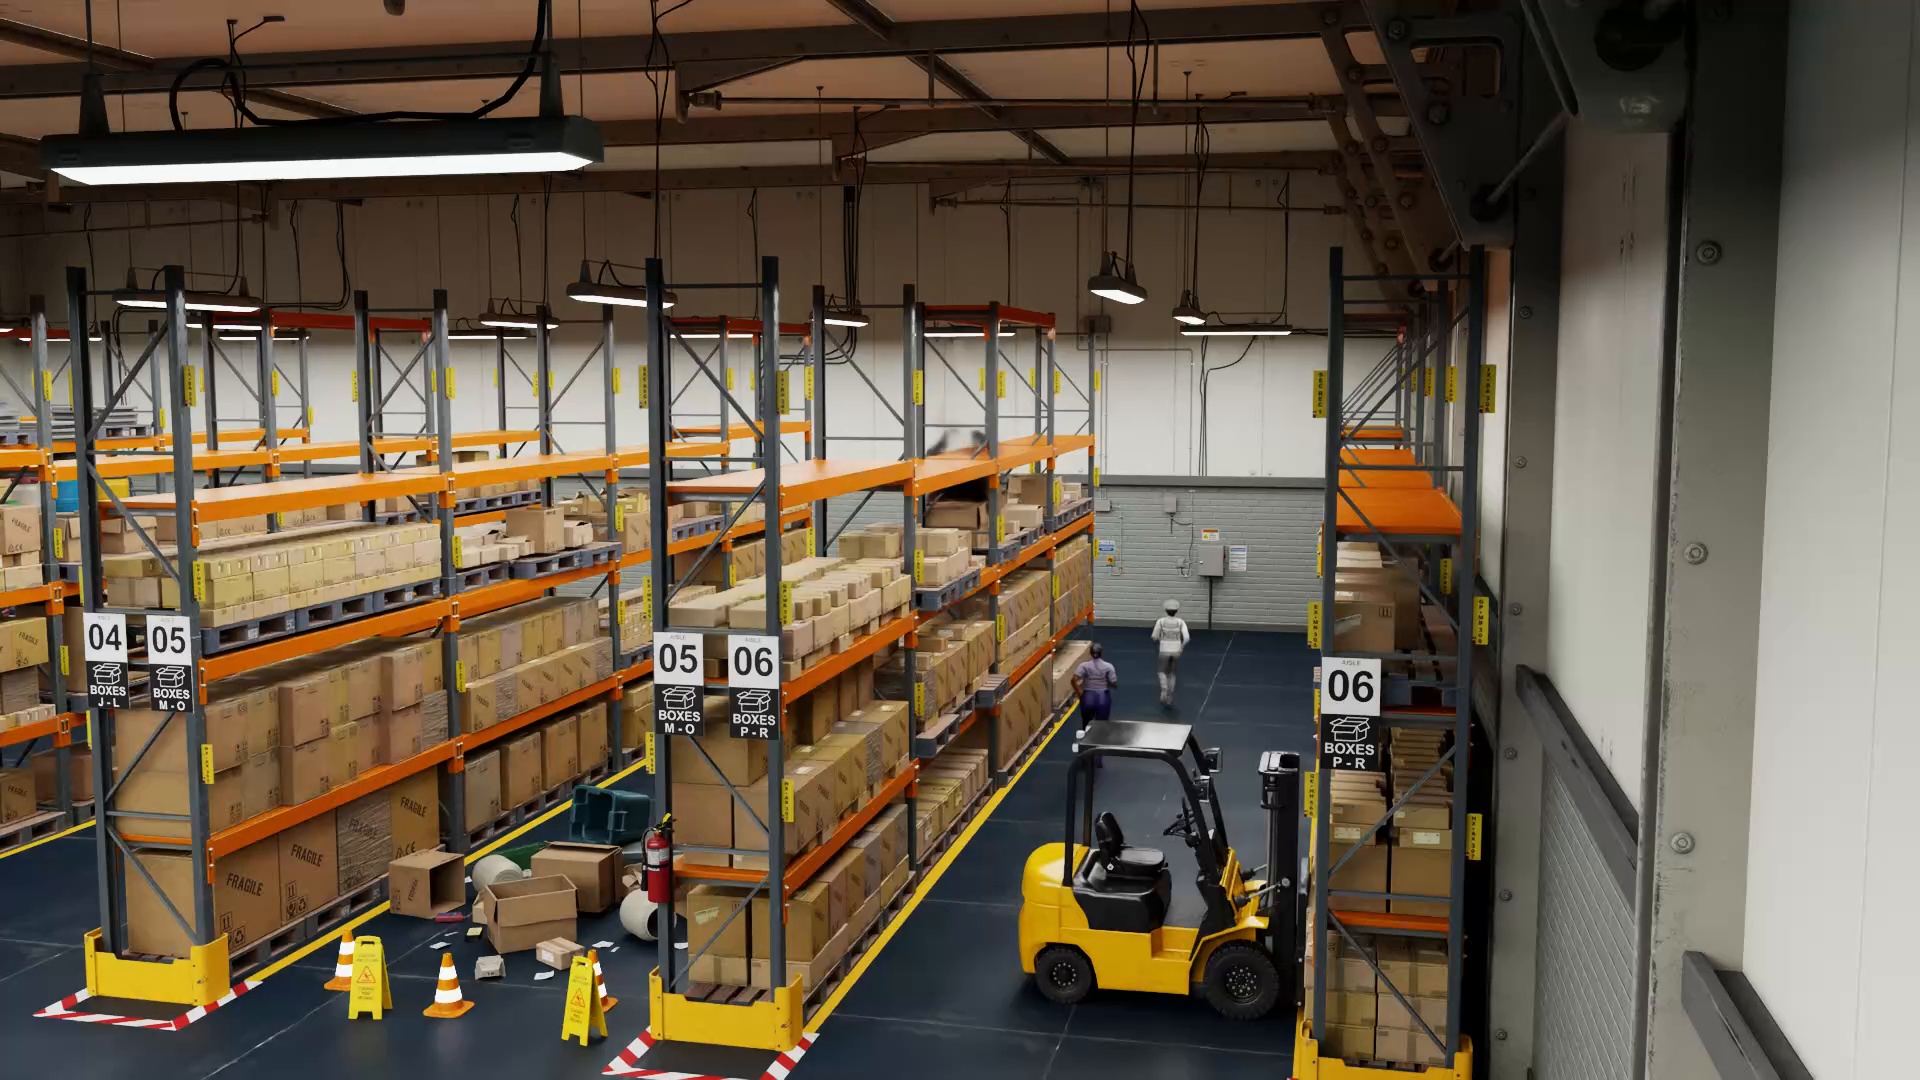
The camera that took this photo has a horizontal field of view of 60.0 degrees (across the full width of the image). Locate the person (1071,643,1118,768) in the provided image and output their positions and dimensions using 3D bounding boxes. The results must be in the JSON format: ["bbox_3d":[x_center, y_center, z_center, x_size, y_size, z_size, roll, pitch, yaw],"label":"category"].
[{"bbox_3d":[1.764,2.167,21.671,0.584,1.689,0.680,1,6,12],"label":"person"}]

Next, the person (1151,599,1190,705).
[{"bbox_3d":[3.252,1.739,25.762,0.599,1.652,0.524,0,6,3],"label":"person"}]
